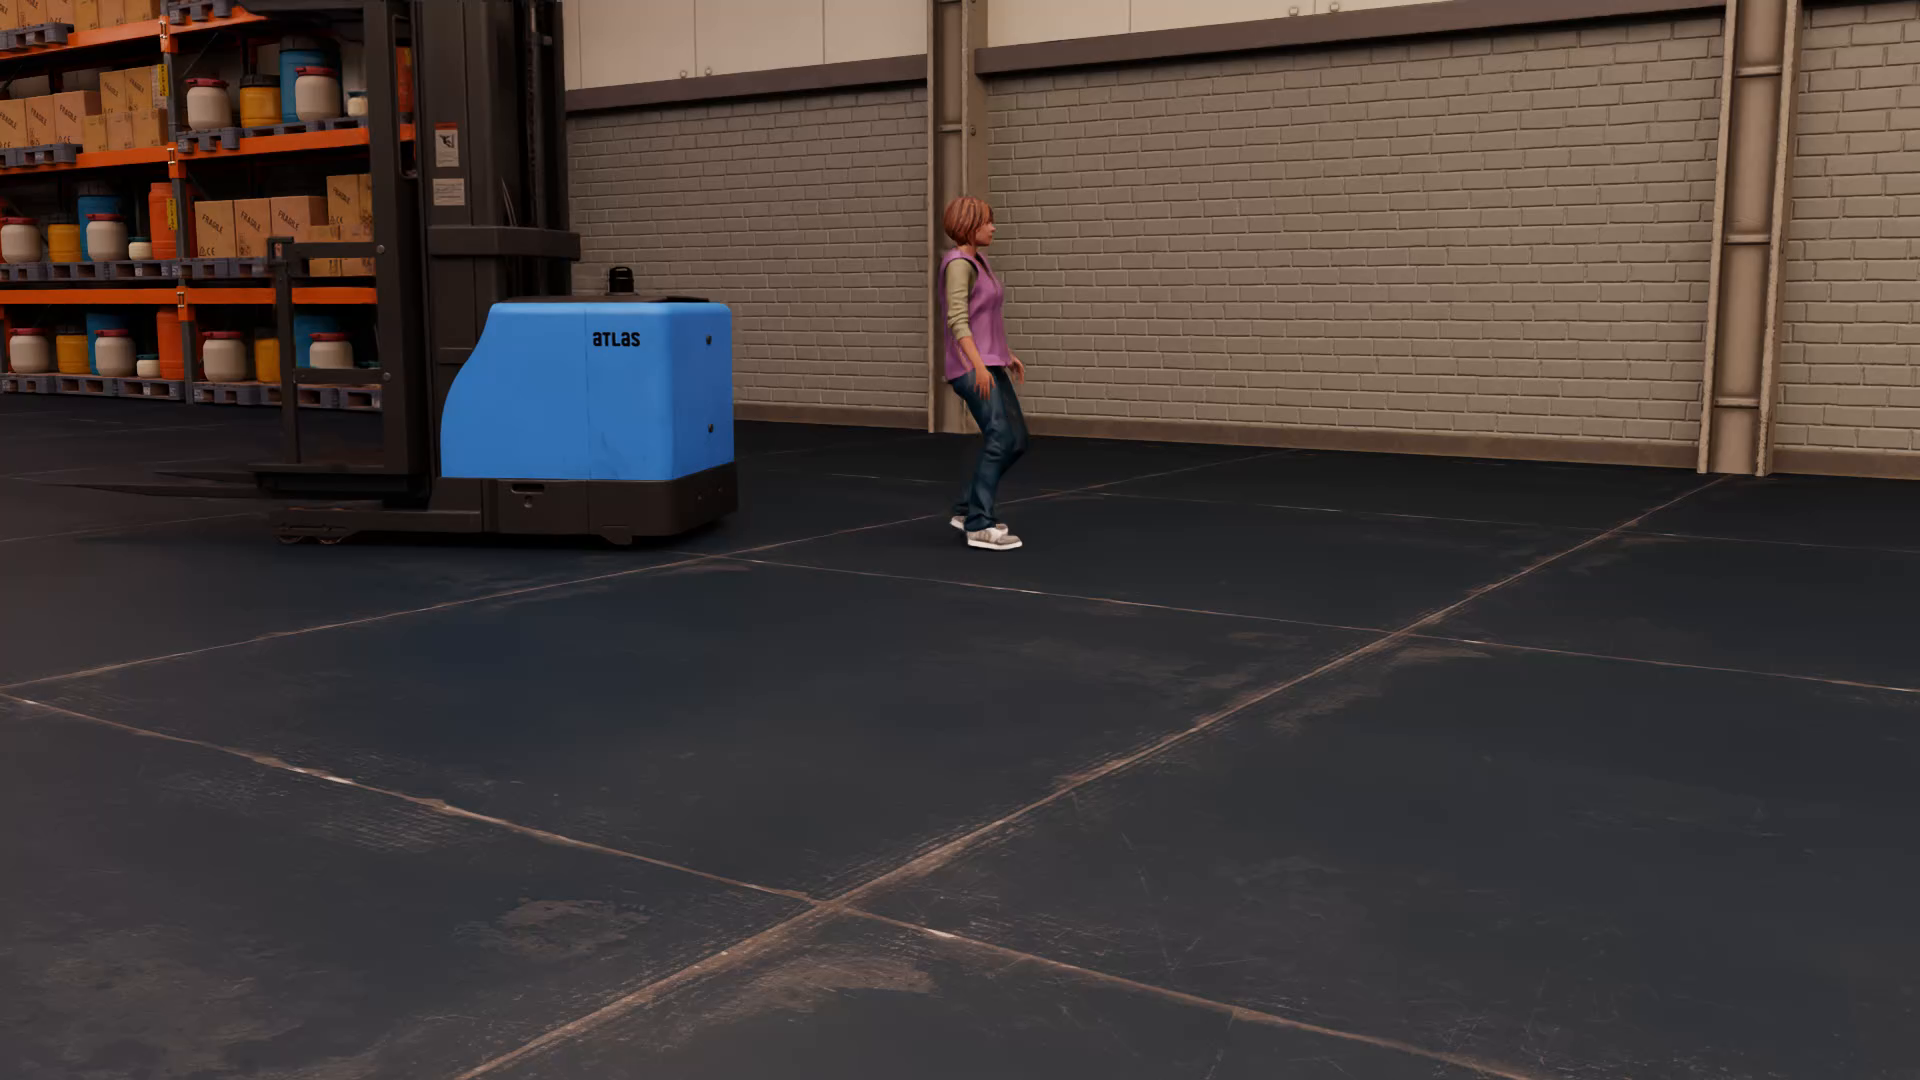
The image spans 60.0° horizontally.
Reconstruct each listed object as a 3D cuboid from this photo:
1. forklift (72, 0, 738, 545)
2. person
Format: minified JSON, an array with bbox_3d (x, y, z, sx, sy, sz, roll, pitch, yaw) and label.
[{"bbox_3d":[-2.650,-1.501,7.751,3.031,2.935,1.130,1,8,9],"label":"forklift"},{"bbox_3d":[0.127,-0.760,7.448,0.445,1.542,0.600,2,8,16],"label":"person"}]
